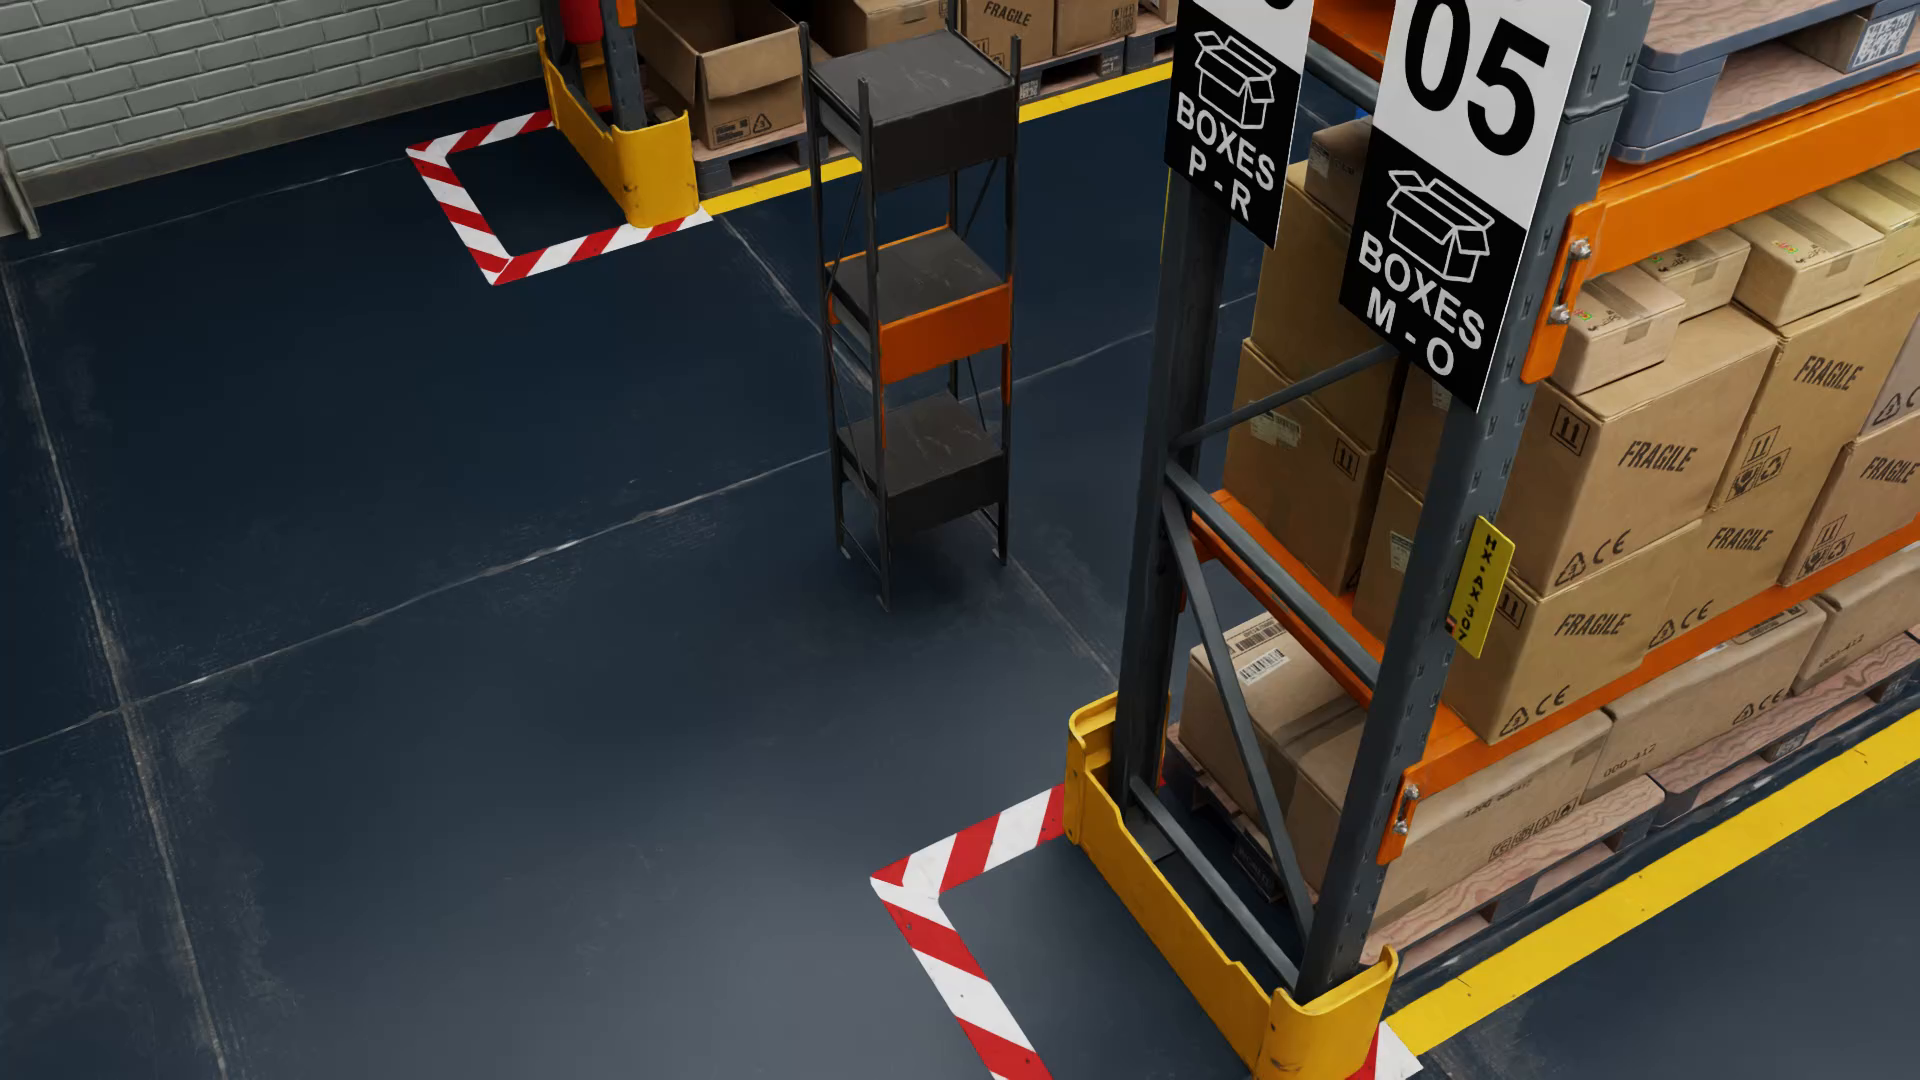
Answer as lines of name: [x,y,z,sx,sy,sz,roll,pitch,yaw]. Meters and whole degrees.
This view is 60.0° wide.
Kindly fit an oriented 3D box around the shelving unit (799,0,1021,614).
shelving unit: [-0.144,-0.696,5.460,0.503,2.100,0.431,-22,48,-21]

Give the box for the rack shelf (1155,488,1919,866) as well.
rack shelf: [2.497,-0.336,4.959,4.000,0.370,1.077,-22,48,-21]

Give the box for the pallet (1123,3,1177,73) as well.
pallet: [1.159,-3.046,9.237,1.213,0.211,1.003,-22,48,-21]

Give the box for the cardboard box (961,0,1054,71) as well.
cardboard box: [0.133,-2.701,8.373,0.500,0.500,0.500,-21,48,-20]

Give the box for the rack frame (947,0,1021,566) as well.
rack frame: [0.068,-0.781,5.547,0.015,2.100,0.400,-22,48,-21]

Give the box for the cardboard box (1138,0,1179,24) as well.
cardboard box: [1.109,-2.959,8.807,0.258,0.266,0.396,-20,48,-20]

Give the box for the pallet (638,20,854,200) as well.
pallet: [-0.957,-2.199,8.365,1.213,0.211,1.003,-22,48,-21]

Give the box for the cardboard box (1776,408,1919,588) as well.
cardboard box: [2.197,-0.287,4.321,0.500,0.500,0.500,-22,48,-21]

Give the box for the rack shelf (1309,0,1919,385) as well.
rack shelf: [2.497,-1.413,3.914,4.000,0.370,1.077,-22,48,-21]

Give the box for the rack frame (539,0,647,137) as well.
rack frame: [-1.713,-2.896,7.081,0.127,3.000,1.000,-22,48,-21]

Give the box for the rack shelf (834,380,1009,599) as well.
rack shelf: [-0.144,-0.184,5.957,0.480,0.518,0.431,-22,48,-21]

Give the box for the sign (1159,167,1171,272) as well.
sign: [0.504,-0.733,3.850,0.005,0.325,0.100,-22,48,-21]

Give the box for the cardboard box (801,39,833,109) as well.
cardboard box: [-0.748,-2.303,8.215,0.250,0.149,0.380,-24,49,-22]

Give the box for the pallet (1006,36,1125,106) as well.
pallet: [0.100,-2.620,8.798,1.213,0.211,1.003,-22,48,-21]

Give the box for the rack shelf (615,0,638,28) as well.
rack shelf: [0.021,-3.332,8.046,4.000,0.370,1.077,-22,48,-21]

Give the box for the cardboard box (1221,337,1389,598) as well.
cardboard box: [1.049,-0.263,4.296,0.500,0.500,0.500,-22,48,-21]

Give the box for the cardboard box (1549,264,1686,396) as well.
cardboard box: [1.208,-0.484,3.339,0.250,0.149,0.380,-21,48,-20]

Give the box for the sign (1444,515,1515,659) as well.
sign: [1.034,0.098,3.317,0.005,0.325,0.100,-22,48,-21]

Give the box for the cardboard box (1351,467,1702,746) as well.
cardboard box: [1.322,0.071,3.952,0.500,0.500,0.500,-22,48,-21]

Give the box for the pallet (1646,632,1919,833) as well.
pallet: [2.474,0.355,5.733,1.213,0.211,1.003,-22,48,-21]

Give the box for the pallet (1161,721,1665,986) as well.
pallet: [1.417,0.776,5.299,1.213,0.211,1.003,-22,48,-21]

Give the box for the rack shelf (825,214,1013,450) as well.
rack shelf: [-0.144,-0.686,5.469,0.480,0.518,0.431,-22,48,-21]

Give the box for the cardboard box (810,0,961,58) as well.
cardboard box: [-0.375,-2.578,8.246,0.500,0.500,0.700,-20,48,-19]

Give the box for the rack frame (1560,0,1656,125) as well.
rack frame: [0.763,-2.053,1.904,0.127,3.000,1.000,-22,48,-21]

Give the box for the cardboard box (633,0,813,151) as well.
cardboard box: [-1.136,-2.306,7.964,0.637,0.503,0.797,-24,49,-22]

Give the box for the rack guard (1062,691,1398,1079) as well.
rack guard: [0.742,1.005,4.856,0.348,0.500,1.175,-22,48,-21]

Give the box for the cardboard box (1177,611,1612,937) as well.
cardboard box: [1.285,0.579,5.038,0.875,0.438,0.875,-23,49,-22]

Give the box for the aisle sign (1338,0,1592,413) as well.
aisle sign: [0.845,-0.633,2.882,0.004,0.787,0.394,-22,48,-21]

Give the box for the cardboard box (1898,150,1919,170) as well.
cardboard box: [2.103,-0.864,3.731,0.250,0.149,0.380,-21,48,-21]

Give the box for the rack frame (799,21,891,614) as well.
rack frame: [-0.355,-0.611,5.372,0.015,2.100,0.400,-22,48,-21]

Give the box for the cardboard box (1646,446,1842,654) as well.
cardboard box: [1.747,-0.122,4.150,0.500,0.500,0.500,-22,48,-21]

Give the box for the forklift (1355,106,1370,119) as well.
forklift: [3.107,-2.360,6.577,3.031,2.935,1.130,-23,49,-22]

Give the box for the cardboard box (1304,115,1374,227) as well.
cardboard box: [0.974,-0.773,3.638,0.250,0.149,0.380,-21,48,-20]

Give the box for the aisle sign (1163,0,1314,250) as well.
aisle sign: [0.546,-0.996,3.255,0.004,0.787,0.394,-22,48,-21]

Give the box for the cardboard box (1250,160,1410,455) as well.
cardboard box: [1.062,-0.606,3.931,0.500,0.500,0.500,-20,48,-20]

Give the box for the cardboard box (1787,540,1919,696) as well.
cardboard box: [2.857,-0.055,5.692,0.875,0.438,0.875,-23,49,-22]

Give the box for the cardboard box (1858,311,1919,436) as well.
cardboard box: [2.208,-0.656,3.983,0.500,0.500,0.500,-22,48,-21]

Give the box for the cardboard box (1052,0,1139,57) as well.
cardboard box: [0.525,-2.938,8.617,0.500,0.500,0.700,-24,49,-22]

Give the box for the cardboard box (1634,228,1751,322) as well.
cardboard box: [1.400,-0.618,3.477,0.250,0.149,0.380,-21,48,-20]

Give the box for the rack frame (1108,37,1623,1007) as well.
rack frame: [0.763,0.100,3.994,0.127,3.000,1.000,-22,48,-21]

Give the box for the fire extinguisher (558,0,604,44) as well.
fire extinguisher: [-1.611,-2.405,6.897,0.183,0.674,0.296,-22,48,-21]

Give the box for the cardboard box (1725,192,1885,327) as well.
cardboard box: [1.683,-0.639,3.499,0.250,0.149,0.380,-20,48,-20]

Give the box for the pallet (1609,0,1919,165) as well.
pallet: [1.401,-1.209,3.251,1.213,0.211,1.003,-22,48,-21]

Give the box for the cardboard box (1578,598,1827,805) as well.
cardboard box: [2.074,0.256,5.370,0.875,0.438,0.875,-21,48,-20]

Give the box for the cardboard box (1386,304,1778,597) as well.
cardboard box: [1.321,-0.290,3.605,0.500,0.500,0.500,-23,49,-22]

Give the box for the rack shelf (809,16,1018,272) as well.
rack shelf: [-0.144,-1.189,4.982,0.480,0.518,0.431,-22,48,-21]

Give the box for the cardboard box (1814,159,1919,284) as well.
cardboard box: [1.902,-0.741,3.604,0.250,0.149,0.380,-23,49,-22]

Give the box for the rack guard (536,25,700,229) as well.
rack guard: [-1.647,-2.026,7.978,0.348,0.500,1.175,-22,48,-21]

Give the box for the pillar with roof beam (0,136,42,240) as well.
pillar with roof beam: [-2.356,-2.059,1.910,0.400,9.000,9.100,-22,48,-21]

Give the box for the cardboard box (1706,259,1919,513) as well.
cardboard box: [1.765,-0.473,3.794,0.500,0.500,0.500,-23,49,-22]

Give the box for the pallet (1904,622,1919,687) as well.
pallet: [3.533,-0.071,6.172,1.213,0.211,1.003,-22,48,-21]
